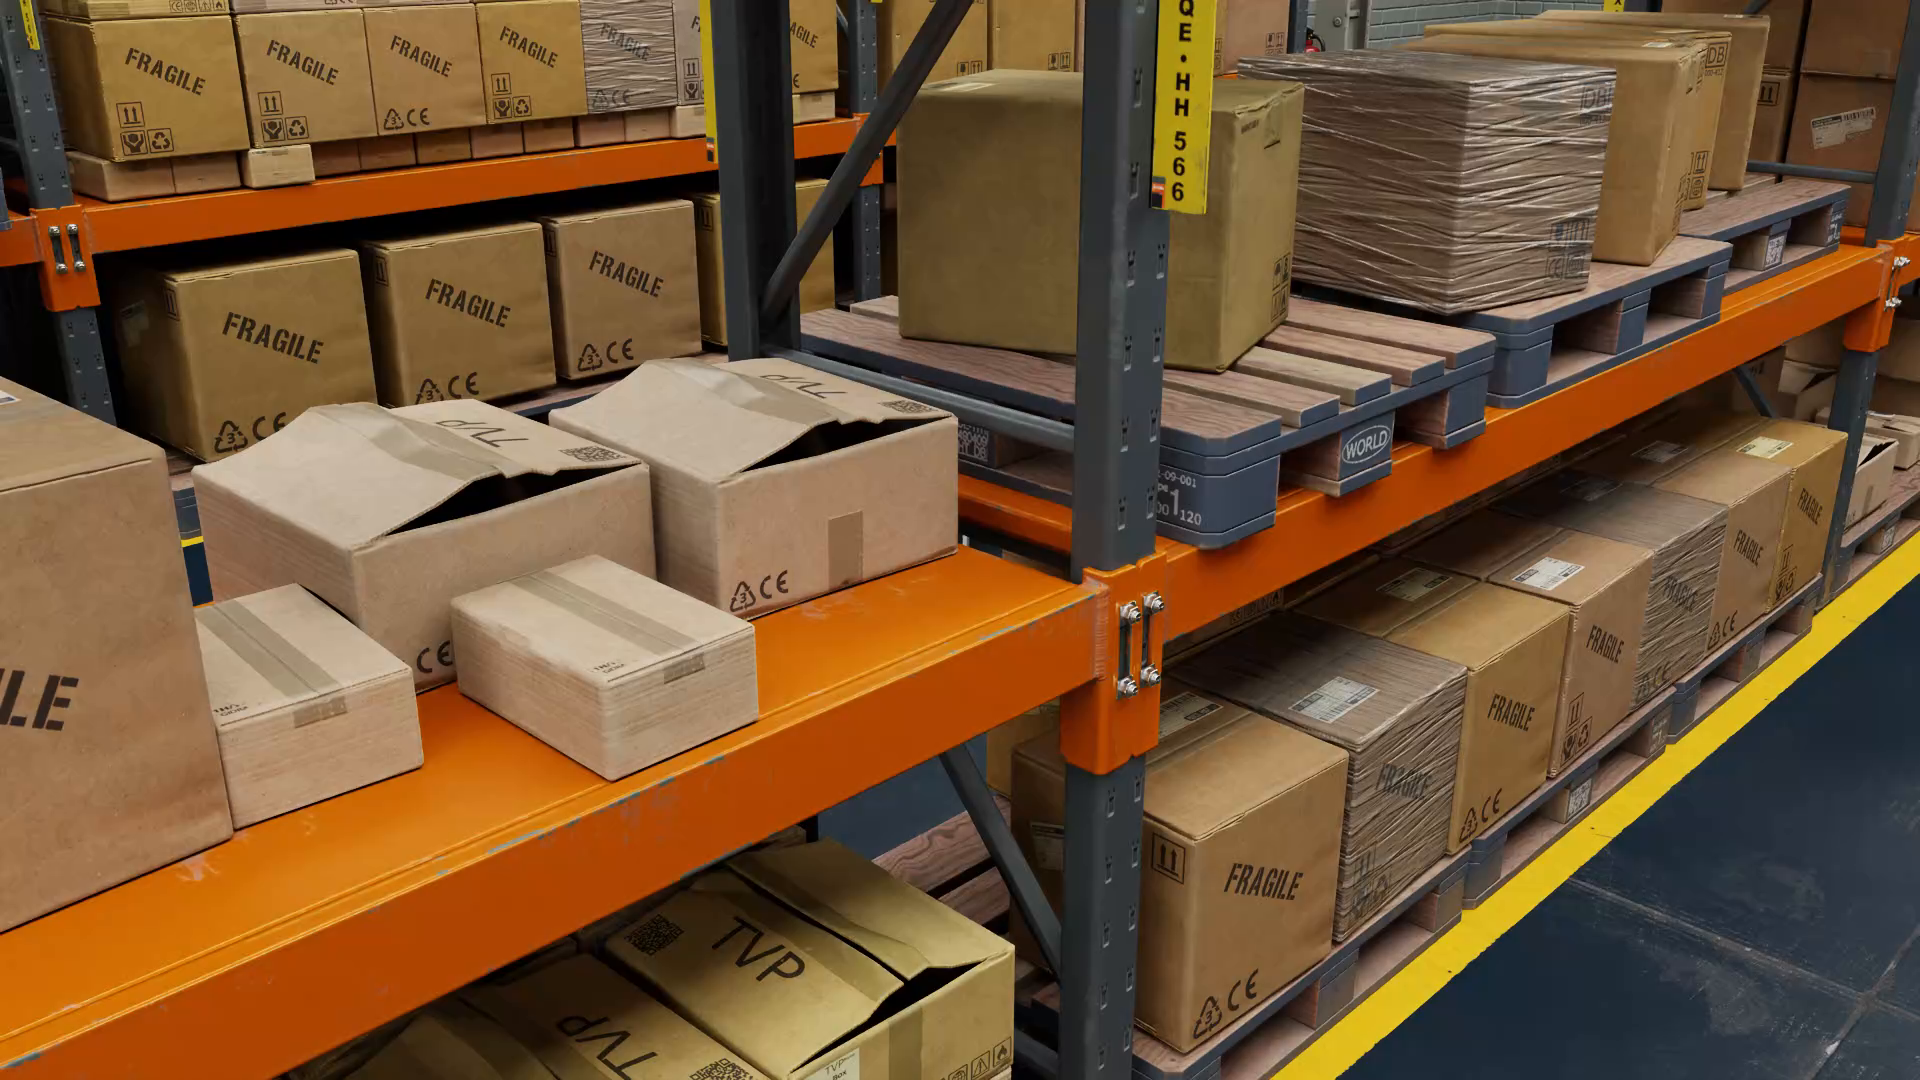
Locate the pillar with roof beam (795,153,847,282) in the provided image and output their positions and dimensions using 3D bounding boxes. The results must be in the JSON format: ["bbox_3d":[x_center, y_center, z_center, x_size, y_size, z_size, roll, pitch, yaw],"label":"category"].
[{"bbox_3d":[2.125,-4.638,6.098,9.100,9.000,0.400,19,28,41],"label":"pillar with roof beam"}]

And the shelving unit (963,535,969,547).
[{"bbox_3d":[0.115,-0.603,6.470,0.258,1.200,0.503,19,28,41],"label":"shelving unit"}]

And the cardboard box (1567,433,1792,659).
[{"bbox_3d":[2.234,0.005,5.251,0.500,0.500,0.500,19,28,41],"label":"cardboard box"}]

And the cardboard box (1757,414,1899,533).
[{"bbox_3d":[3.171,-0.284,6.266,0.500,0.311,0.500,19,28,41],"label":"cardboard box"}]

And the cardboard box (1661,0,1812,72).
[{"bbox_3d":[2.891,-1.988,6.032,0.500,0.500,0.500,19,28,41],"label":"cardboard box"}]

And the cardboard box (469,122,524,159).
[{"bbox_3d":[-2.161,-1.806,7.415,0.380,0.149,0.250,19,28,41],"label":"cardboard box"}]

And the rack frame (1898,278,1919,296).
[{"bbox_3d":[5.514,-2.308,8.398,1.000,3.000,0.127,19,28,41],"label":"rack frame"}]

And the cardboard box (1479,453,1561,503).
[{"bbox_3d":[1.514,-0.348,5.124,0.500,0.250,0.500,19,28,41],"label":"cardboard box"}]

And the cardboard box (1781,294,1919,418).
[{"bbox_3d":[4.030,-0.804,7.352,0.797,0.503,0.637,19,28,41],"label":"cardboard box"}]

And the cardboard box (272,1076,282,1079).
[{"bbox_3d":[-1.361,0.903,2.510,0.500,0.311,0.500,18,28,39],"label":"cardboard box"}]

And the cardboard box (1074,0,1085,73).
[{"bbox_3d":[0.576,-3.170,10.222,0.980,0.700,0.700,18,27,38],"label":"cardboard box"}]

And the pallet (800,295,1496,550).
[{"bbox_3d":[0.356,-0.354,3.581,1.213,0.211,1.003,19,28,41],"label":"pallet"}]

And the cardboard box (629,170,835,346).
[{"bbox_3d":[-1.189,-1.511,8.737,0.750,0.750,0.750,20,28,41],"label":"cardboard box"}]

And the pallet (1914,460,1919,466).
[{"bbox_3d":[4.054,-0.469,7.502,1.003,0.211,1.213,19,28,41],"label":"pallet"}]

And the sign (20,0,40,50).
[{"bbox_3d":[-3.223,-1.860,5.730,0.100,0.325,0.005,19,28,41],"label":"sign"}]

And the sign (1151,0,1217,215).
[{"bbox_3d":[0.333,-0.654,2.481,0.100,0.325,0.005,19,28,41],"label":"sign"}]

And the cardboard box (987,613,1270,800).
[{"bbox_3d":[0.417,0.411,4.196,0.500,0.500,0.500,-19,28,-40],"label":"cardboard box"}]

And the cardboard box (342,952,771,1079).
[{"bbox_3d":[-0.614,0.906,2.503,0.500,0.311,0.500,19,28,40],"label":"cardboard box"}]

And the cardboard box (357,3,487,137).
[{"bbox_3d":[-2.378,-2.006,7.030,0.500,0.500,0.500,19,28,40],"label":"cardboard box"}]

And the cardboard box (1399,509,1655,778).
[{"bbox_3d":[1.530,0.265,4.574,0.500,0.500,0.500,18,27,39],"label":"cardboard box"}]

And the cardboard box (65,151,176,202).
[{"bbox_3d":[-3.223,-1.409,6.382,0.380,0.149,0.250,19,28,40],"label":"cardboard box"}]

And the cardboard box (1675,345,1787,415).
[{"bbox_3d":[2.918,-0.536,6.658,0.500,0.500,0.500,19,28,41],"label":"cardboard box"}]

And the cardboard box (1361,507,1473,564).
[{"bbox_3d":[1.140,0.141,4.897,0.500,0.500,0.500,18,27,39],"label":"cardboard box"}]

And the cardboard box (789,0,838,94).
[{"bbox_3d":[-0.970,-2.532,8.398,0.500,0.500,0.500,19,28,40],"label":"cardboard box"}]

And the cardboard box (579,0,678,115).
[{"bbox_3d":[-1.675,-2.271,7.720,0.500,0.500,0.500,19,28,41],"label":"cardboard box"}]

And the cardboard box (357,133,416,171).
[{"bbox_3d":[-2.533,-1.683,7.095,0.250,0.149,0.380,-19,28,-41],"label":"cardboard box"}]

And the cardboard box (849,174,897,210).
[{"bbox_3d":[-0.477,-2.030,9.669,0.380,0.149,0.250,19,28,40],"label":"cardboard box"}]

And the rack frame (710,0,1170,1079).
[{"bbox_3d":[-0.067,-0.251,3.048,1.000,3.000,0.127,19,28,41],"label":"rack frame"}]

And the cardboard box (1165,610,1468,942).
[{"bbox_3d":[0.817,0.529,3.889,0.500,0.500,0.500,18,27,39],"label":"cardboard box"}]

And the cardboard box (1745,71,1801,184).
[{"bbox_3d":[2.888,-1.519,6.206,0.500,0.500,0.500,-20,28,-41],"label":"cardboard box"}]

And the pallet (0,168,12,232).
[{"bbox_3d":[-4.040,-1.191,5.759,1.213,0.211,1.003,19,28,41],"label":"pallet"}]

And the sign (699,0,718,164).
[{"bbox_3d":[-0.462,-0.888,3.201,0.100,0.325,0.005,19,28,41],"label":"sign"}]

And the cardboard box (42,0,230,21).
[{"bbox_3d":[-3.097,-2.095,6.216,0.500,0.250,0.500,-19,28,-41],"label":"cardboard box"}]

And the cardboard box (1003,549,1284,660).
[{"bbox_3d":[0.454,0.045,4.102,0.500,0.250,0.500,-19,28,-40],"label":"cardboard box"}]

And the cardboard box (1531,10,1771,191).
[{"bbox_3d":[2.233,-1.457,5.458,0.700,0.500,0.500,9,23,23],"label":"cardboard box"}]

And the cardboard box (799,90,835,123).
[{"bbox_3d":[-0.861,-2.253,8.577,0.380,0.149,0.250,20,28,41],"label":"cardboard box"}]

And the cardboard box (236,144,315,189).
[{"bbox_3d":[-2.795,-1.519,6.667,0.250,0.149,0.380,-19,28,-40],"label":"cardboard box"}]

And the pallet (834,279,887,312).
[{"bbox_3d":[-0.242,-1.393,9.904,1.003,0.211,1.213,19,28,41],"label":"pallet"}]

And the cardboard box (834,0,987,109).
[{"bbox_3d":[-0.438,-2.794,9.244,0.700,0.700,0.980,-20,28,-41],"label":"cardboard box"}]

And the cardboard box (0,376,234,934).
[{"bbox_3d":[-1.226,0.137,1.897,0.500,0.500,0.500,17,27,38],"label":"cardboard box"}]

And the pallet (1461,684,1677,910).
[{"bbox_3d":[1.332,0.556,4.835,1.003,0.211,1.213,19,28,41],"label":"pallet"}]

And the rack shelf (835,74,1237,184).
[{"bbox_3d":[0.567,-2.697,10.413,1.077,0.370,4.000,19,28,41],"label":"rack shelf"}]

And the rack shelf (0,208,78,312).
[{"bbox_3d":[-5.014,-0.640,5.062,1.077,0.370,4.000,19,28,41],"label":"rack shelf"}]

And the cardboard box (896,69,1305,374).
[{"bbox_3d":[0.292,-0.684,3.449,0.700,0.500,0.500,9,23,23],"label":"cardboard box"}]

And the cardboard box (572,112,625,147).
[{"bbox_3d":[-1.779,-1.937,7.756,0.380,0.149,0.250,18,28,39],"label":"cardboard box"}]

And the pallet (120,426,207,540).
[{"bbox_3d":[-3.015,-0.372,7.249,1.003,0.211,1.213,19,28,41],"label":"pallet"}]

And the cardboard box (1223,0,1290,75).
[{"bbox_3d":[1.614,-3.553,11.220,0.700,0.700,0.980,-19,28,-40],"label":"cardboard box"}]

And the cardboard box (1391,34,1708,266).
[{"bbox_3d":[1.535,-1.053,4.408,0.700,0.500,0.500,12,24,27],"label":"cardboard box"}]

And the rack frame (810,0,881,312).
[{"bbox_3d":[-0.828,-2.518,8.946,1.000,3.000,0.127,19,28,41],"label":"rack frame"}]

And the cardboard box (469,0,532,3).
[{"bbox_3d":[-2.045,-2.488,7.240,0.500,0.250,0.500,19,28,40],"label":"cardboard box"}]

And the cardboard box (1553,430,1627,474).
[{"bbox_3d":[1.847,-0.115,5.564,0.500,0.500,0.500,-20,28,-41],"label":"cardboard box"}]

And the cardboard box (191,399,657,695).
[{"bbox_3d":[-0.830,-0.028,2.592,0.500,0.311,0.500,19,28,40],"label":"cardboard box"}]

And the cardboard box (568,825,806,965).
[{"bbox_3d":[-0.643,0.635,3.206,0.500,0.311,0.500,-19,28,-40],"label":"cardboard box"}]

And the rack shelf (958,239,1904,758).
[{"bbox_3d":[1.328,-0.430,4.514,1.077,0.370,4.000,19,28,41],"label":"rack shelf"}]

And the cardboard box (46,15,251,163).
[{"bbox_3d":[-3.096,-1.746,6.354,0.500,0.500,0.500,-19,28,-40],"label":"cardboard box"}]

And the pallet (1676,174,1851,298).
[{"bbox_3d":[2.088,-1.012,5.294,1.003,0.211,1.213,19,28,41],"label":"pallet"}]

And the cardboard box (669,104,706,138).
[{"bbox_3d":[-1.376,-2.044,8.034,0.380,0.149,0.250,19,28,41],"label":"cardboard box"}]

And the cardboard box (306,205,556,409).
[{"bbox_3d":[-2.396,-1.063,7.569,0.750,0.750,0.750,19,28,40],"label":"cardboard box"}]
